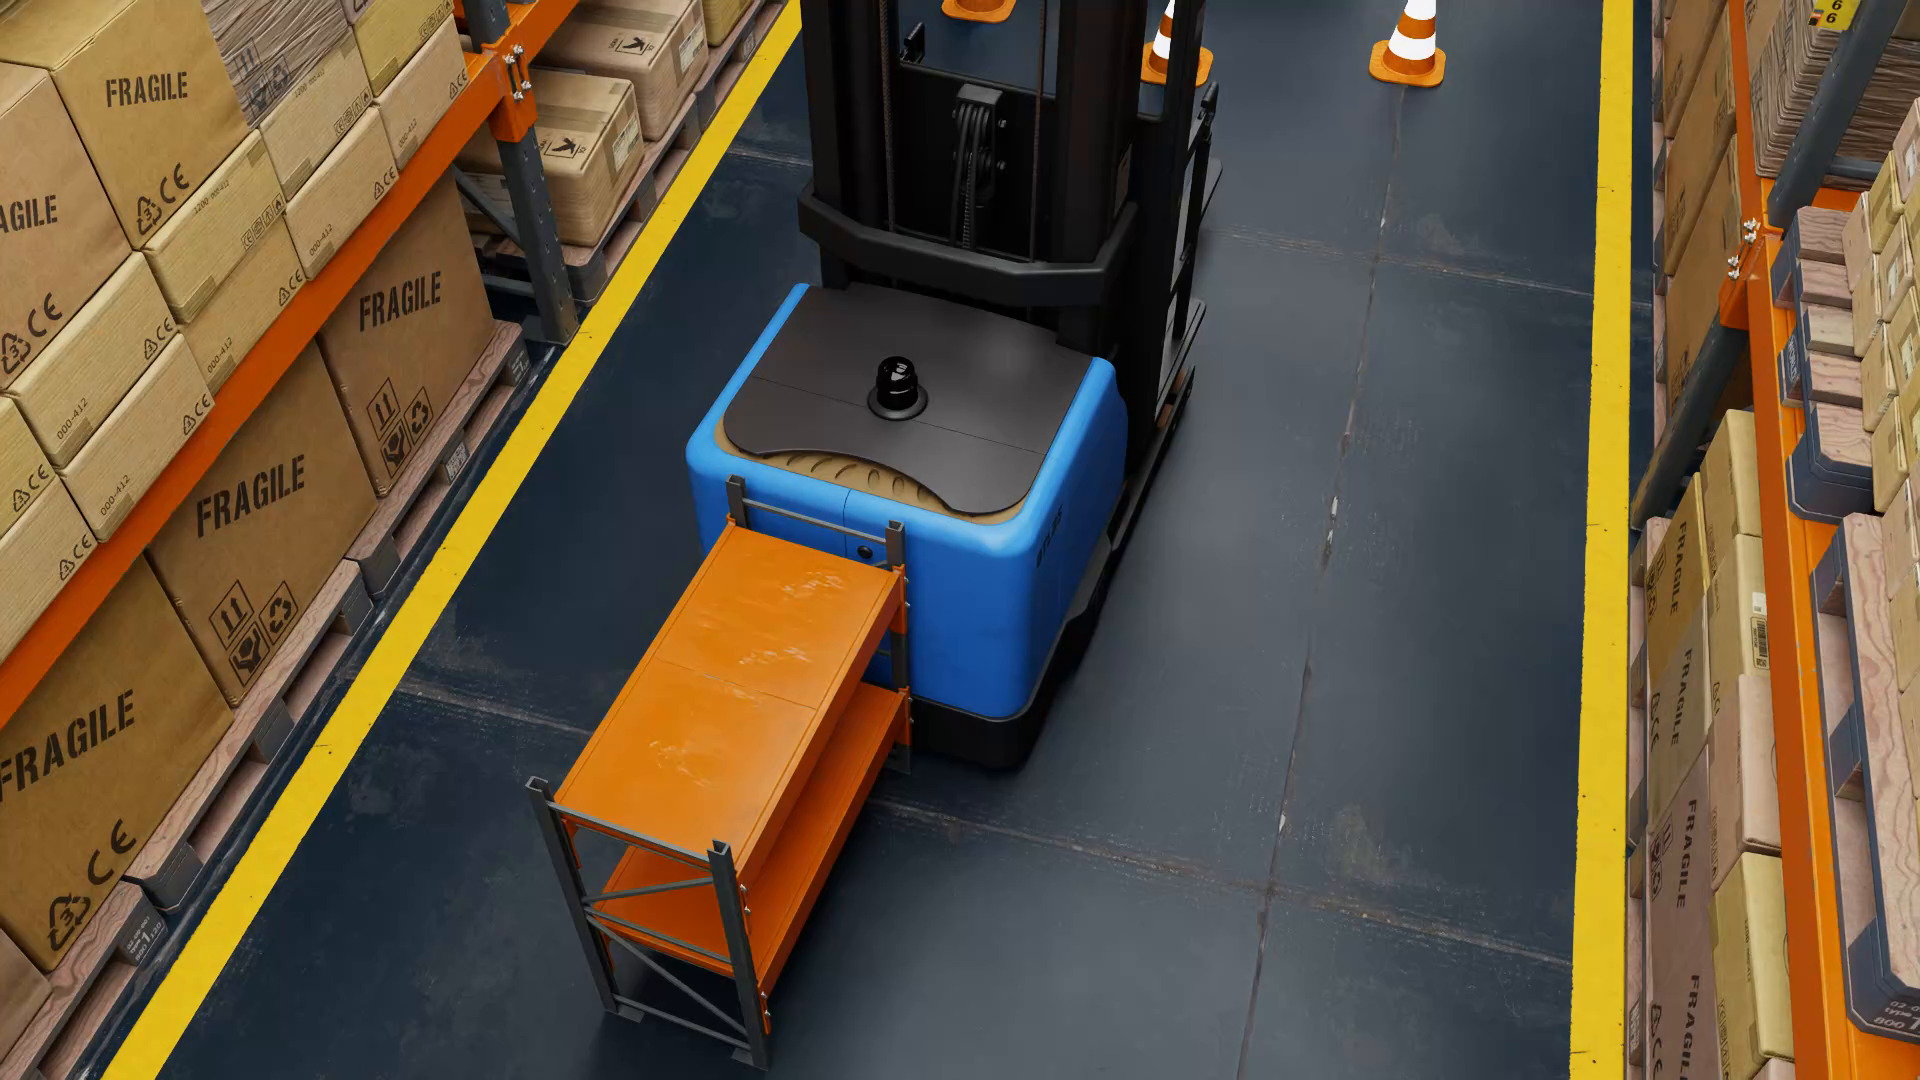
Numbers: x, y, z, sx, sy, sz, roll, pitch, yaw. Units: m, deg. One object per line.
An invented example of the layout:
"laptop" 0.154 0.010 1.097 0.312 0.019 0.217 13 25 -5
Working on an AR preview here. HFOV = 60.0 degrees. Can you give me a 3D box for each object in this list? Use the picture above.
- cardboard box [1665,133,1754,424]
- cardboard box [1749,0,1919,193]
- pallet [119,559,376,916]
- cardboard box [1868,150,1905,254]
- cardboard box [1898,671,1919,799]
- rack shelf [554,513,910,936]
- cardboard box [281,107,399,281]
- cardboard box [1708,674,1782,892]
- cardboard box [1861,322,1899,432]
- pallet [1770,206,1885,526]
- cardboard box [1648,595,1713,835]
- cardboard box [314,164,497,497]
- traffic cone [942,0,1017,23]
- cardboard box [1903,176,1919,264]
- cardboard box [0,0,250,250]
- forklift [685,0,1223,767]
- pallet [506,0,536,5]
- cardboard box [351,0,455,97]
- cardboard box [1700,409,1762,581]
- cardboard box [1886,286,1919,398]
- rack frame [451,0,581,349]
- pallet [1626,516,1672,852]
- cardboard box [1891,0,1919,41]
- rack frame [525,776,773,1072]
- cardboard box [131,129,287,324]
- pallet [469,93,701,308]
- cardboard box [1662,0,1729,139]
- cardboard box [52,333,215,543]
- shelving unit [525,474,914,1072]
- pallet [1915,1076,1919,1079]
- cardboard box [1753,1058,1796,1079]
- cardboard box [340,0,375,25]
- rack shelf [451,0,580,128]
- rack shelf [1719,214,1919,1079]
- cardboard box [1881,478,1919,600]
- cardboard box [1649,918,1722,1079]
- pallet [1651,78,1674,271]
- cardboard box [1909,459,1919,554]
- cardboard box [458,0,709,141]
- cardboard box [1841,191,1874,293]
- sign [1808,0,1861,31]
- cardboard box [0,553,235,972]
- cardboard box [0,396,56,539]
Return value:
"cardboard box" 3.072 -0.786 5.664 1.050 0.750 0.750 11 49 10
"cardboard box" 2.684 -1.381 4.902 0.500 0.500 0.500 12 50 10
"pallet" -2.581 0.485 5.181 1.003 0.211 1.213 12 50 10
"cardboard box" 2.504 -0.814 4.156 0.380 0.149 0.250 14 50 12
"cardboard box" 2.095 0.406 3.278 0.380 0.149 0.250 10 49 9
"rack shelf" -0.563 0.435 4.225 0.538 0.278 1.000 16 51 14
"cardboard box" -1.980 -1.034 4.762 0.500 0.250 0.500 12 50 11
"cardboard box" 2.133 0.644 4.068 0.500 0.250 0.500 12 50 10
"cardboard box" 2.371 -0.352 3.947 0.380 0.149 0.250 14 50 12
"pallet" 2.740 -0.369 4.203 1.213 0.211 1.003 12 50 10
"cardboard box" 2.263 0.545 4.656 0.500 0.500 0.500 12 50 10
"cardboard box" -2.240 -0.826 5.615 0.875 0.875 0.875 11 50 10
"traffic cone" 0.099 -2.754 7.872 0.336 0.463 0.334 12 50 10
"cardboard box" 2.448 -0.731 3.885 0.380 0.149 0.250 10 49 9
"cardboard box" -2.126 -1.081 3.969 0.500 0.500 0.500 12 50 10
"forklift" 0.223 -1.409 5.039 1.130 2.935 3.031 16 50 14
"pallet" -1.893 -2.346 5.948 1.213 0.211 1.003 12 50 10
"cardboard box" -1.860 -1.588 4.918 0.500 0.250 0.500 11 50 10
"cardboard box" 2.409 -0.078 4.705 0.500 0.250 0.500 10 49 8
"cardboard box" 2.367 -0.423 3.812 0.380 0.149 0.250 10 49 9
"rack frame" -1.978 -1.873 5.402 1.000 3.000 0.127 12 50 10
"pallet" 2.617 0.518 5.152 1.003 0.211 1.213 12 50 10
"cardboard box" 2.952 -1.656 4.477 0.700 0.500 0.500 11 50 10
"rack frame" -0.745 0.985 4.130 0.500 1.125 0.032 16 51 14
"cardboard box" -2.106 -0.842 4.259 0.500 0.250 0.500 10 49 9
"pallet" -1.771 -1.515 6.946 1.003 0.211 1.213 12 50 10
"cardboard box" 3.543 -2.093 6.817 1.050 0.750 0.750 12 50 10
"cardboard box" -2.234 -0.298 4.112 0.500 0.250 0.500 11 49 9
"shelving unit" -0.563 0.629 4.445 0.538 1.125 1.048 16 51 14
"pallet" 2.113 1.463 2.586 1.003 0.211 1.213 12 50 10
"cardboard box" 1.872 1.406 3.395 0.500 0.250 0.500 14 50 12
"cardboard box" -1.861 -1.811 4.614 0.500 0.500 0.500 10 49 9
"rack shelf" -1.451 -3.082 6.949 1.077 0.370 4.000 12 50 10
"rack shelf" 2.298 0.715 3.598 1.077 0.370 4.000 12 50 10
"cardboard box" 2.233 0.037 3.605 0.380 0.149 0.250 13 50 11
"cardboard box" 1.998 1.286 4.001 0.500 0.500 0.500 11 49 9
"pallet" 3.428 -1.482 6.917 1.003 0.211 1.213 12 50 10
"cardboard box" 2.235 -0.061 3.492 0.380 0.149 0.250 12 50 10
"cardboard box" -1.633 -2.084 7.062 0.950 0.372 0.625 11 49 9
"cardboard box" 2.512 -0.741 4.291 0.380 0.149 0.250 11 49 10
"sign" 2.288 -1.459 4.265 0.100 0.325 0.005 12 50 10
"cardboard box" -2.714 0.465 4.476 0.875 0.875 0.875 13 50 11
"cardboard box" -2.374 -0.100 3.605 0.500 0.250 0.500 12 50 11
